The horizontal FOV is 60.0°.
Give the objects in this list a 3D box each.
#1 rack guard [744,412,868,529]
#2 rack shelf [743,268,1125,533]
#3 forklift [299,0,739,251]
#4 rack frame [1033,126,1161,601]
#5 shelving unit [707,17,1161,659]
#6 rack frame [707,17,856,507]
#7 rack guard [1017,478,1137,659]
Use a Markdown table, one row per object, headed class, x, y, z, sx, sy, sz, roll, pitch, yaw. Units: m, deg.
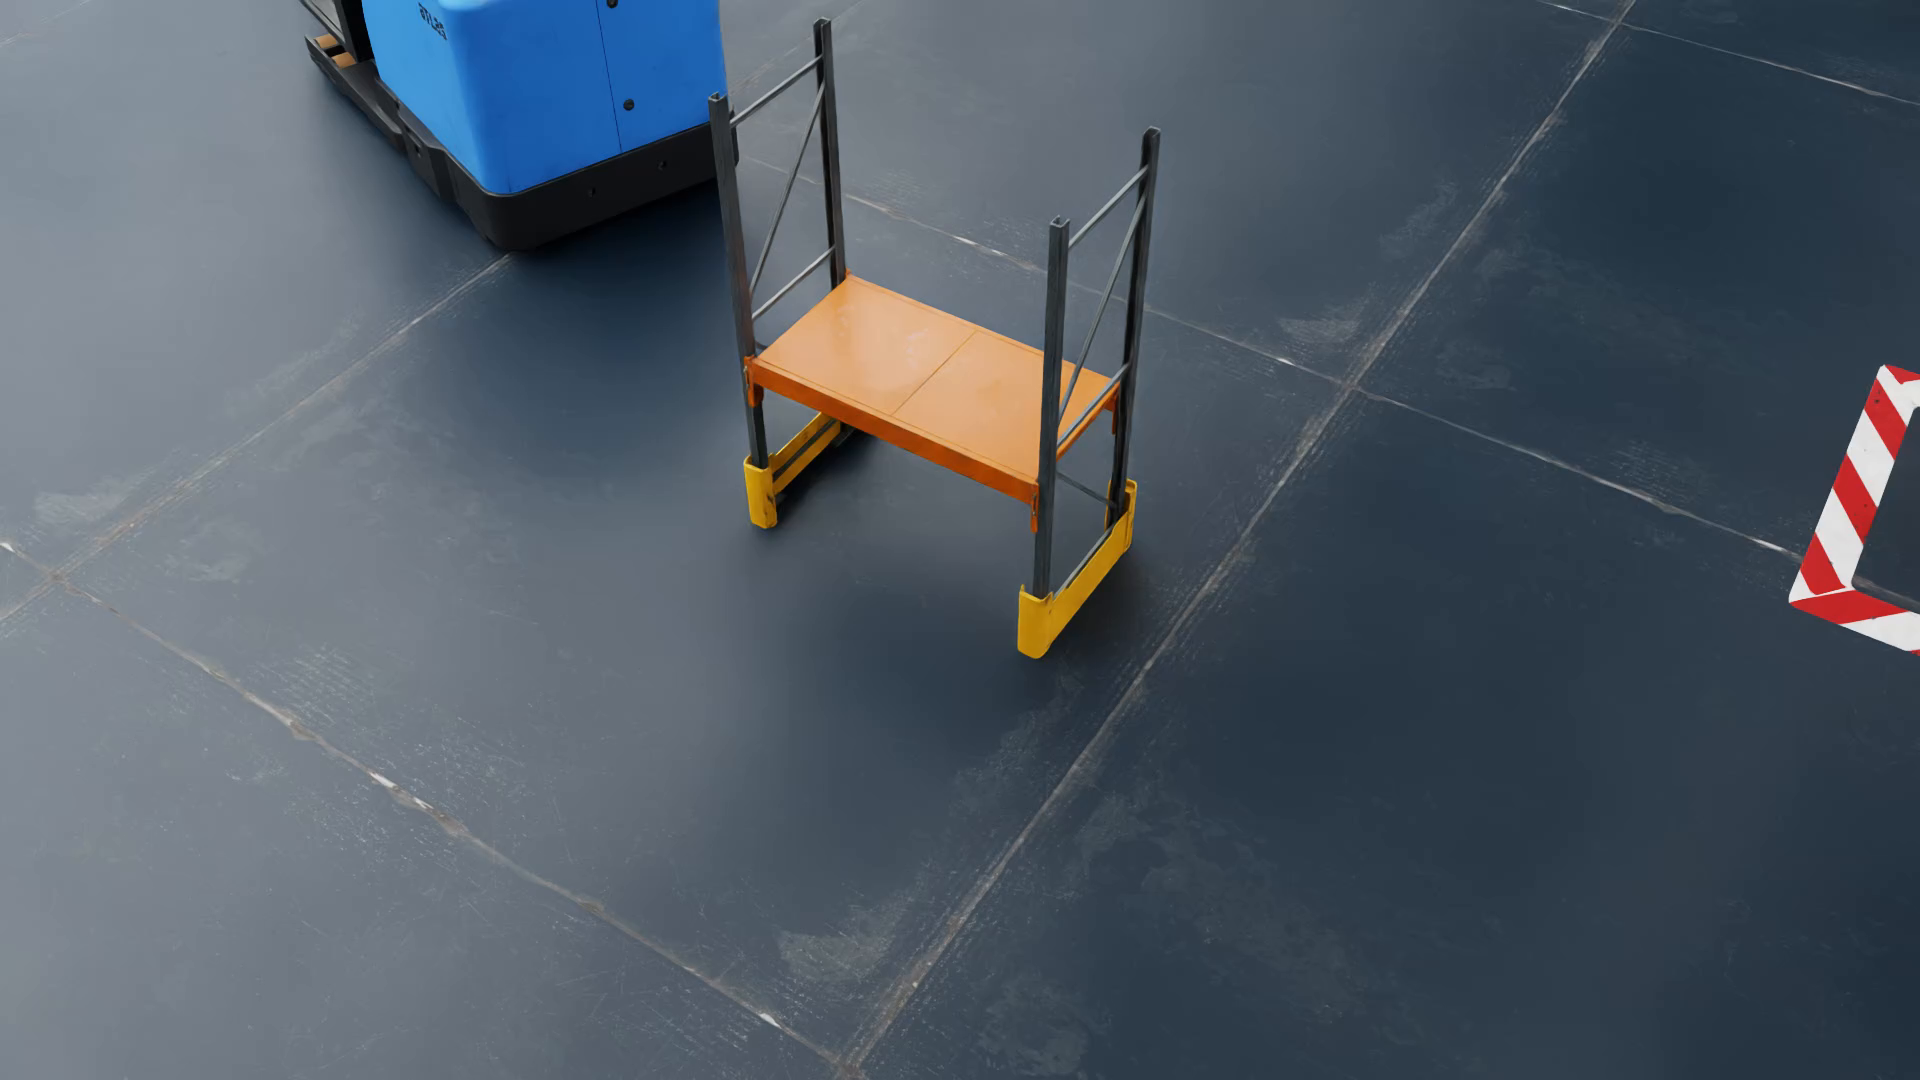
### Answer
| class | x | y | z | sx | sy | sz | roll | pitch | yaw |
| --- | --- | --- | --- | --- | --- | --- | --- | --- | --- |
| rack guard | -0.483 | -0.309 | 5.376 | 0.087 | 0.250 | 0.587 | 25 | 51 | 22 |
| rack shelf | -0.072 | -0.430 | 4.873 | 1.000 | 0.185 | 0.538 | 25 | 51 | 22 |
| forklift | -2.157 | -3.116 | 6.234 | 1.130 | 2.935 | 3.031 | -28 | 52 | -24 |
| rack frame | 0.356 | -0.359 | 4.553 | 0.032 | 1.500 | 0.500 | 25 | 51 | 22 |
| shelving unit | -0.064 | -0.552 | 4.741 | 1.083 | 1.500 | 0.587 | 25 | 51 | 22 |
| rack frame | -0.500 | -0.753 | 4.935 | 0.032 | 1.500 | 0.500 | 25 | 51 | 22 |
| rack guard | 0.355 | 0.076 | 5.002 | 0.087 | 0.250 | 0.587 | 25 | 51 | 22 |
